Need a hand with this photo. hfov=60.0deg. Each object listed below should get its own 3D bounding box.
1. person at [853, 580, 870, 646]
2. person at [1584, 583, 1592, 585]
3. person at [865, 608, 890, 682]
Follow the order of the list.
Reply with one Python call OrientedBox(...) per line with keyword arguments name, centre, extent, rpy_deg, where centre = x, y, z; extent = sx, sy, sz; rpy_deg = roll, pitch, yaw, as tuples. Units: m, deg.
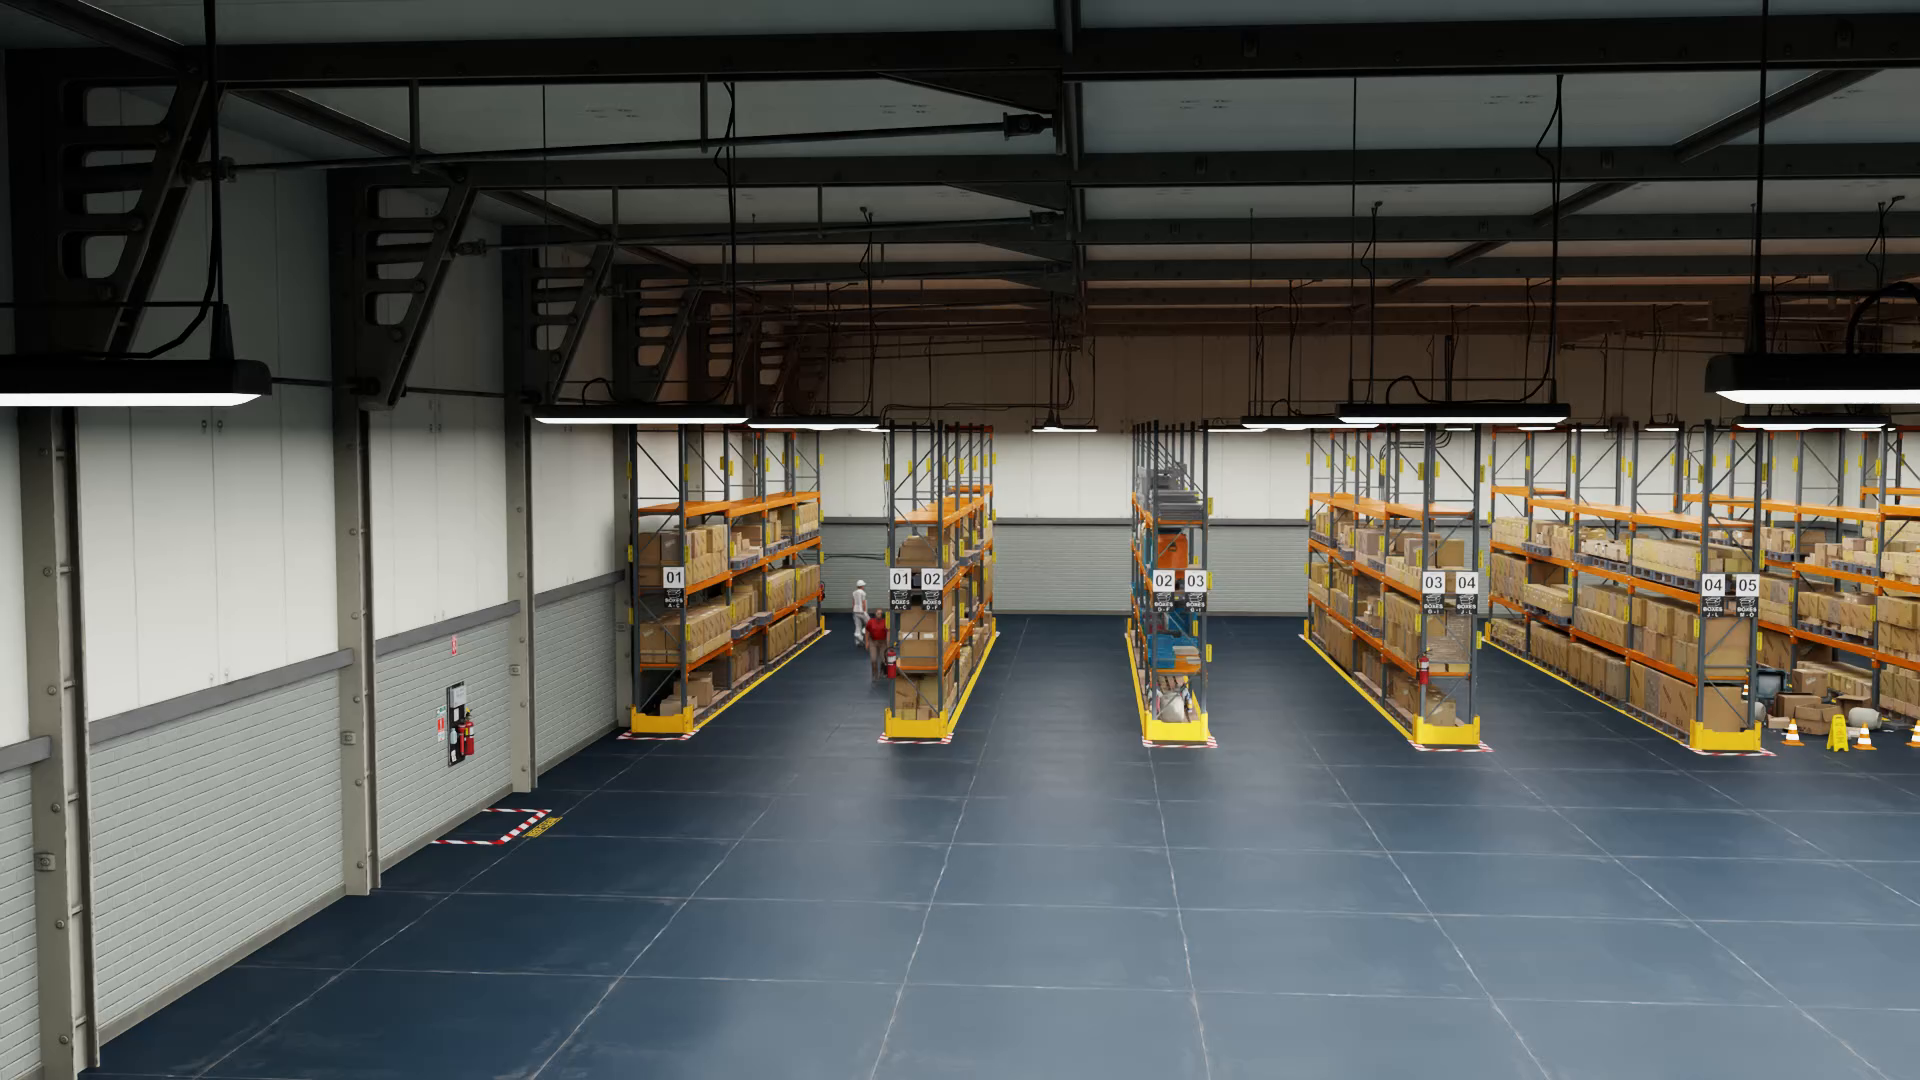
OrientedBox(name="person", centre=(-2.695, 1.977, 45.003), extent=(0.585, 1.782, 0.451), rpy_deg=(3, 5, 43))
OrientedBox(name="person", centre=(16.753, 2.061, 44.271), extent=(0.576, 1.806, 0.408), rpy_deg=(-1, 4, -19))
OrientedBox(name="person", centre=(-1.919, 2.428, 38.773), extent=(0.599, 1.711, 0.629), rpy_deg=(0, 4, -7))
